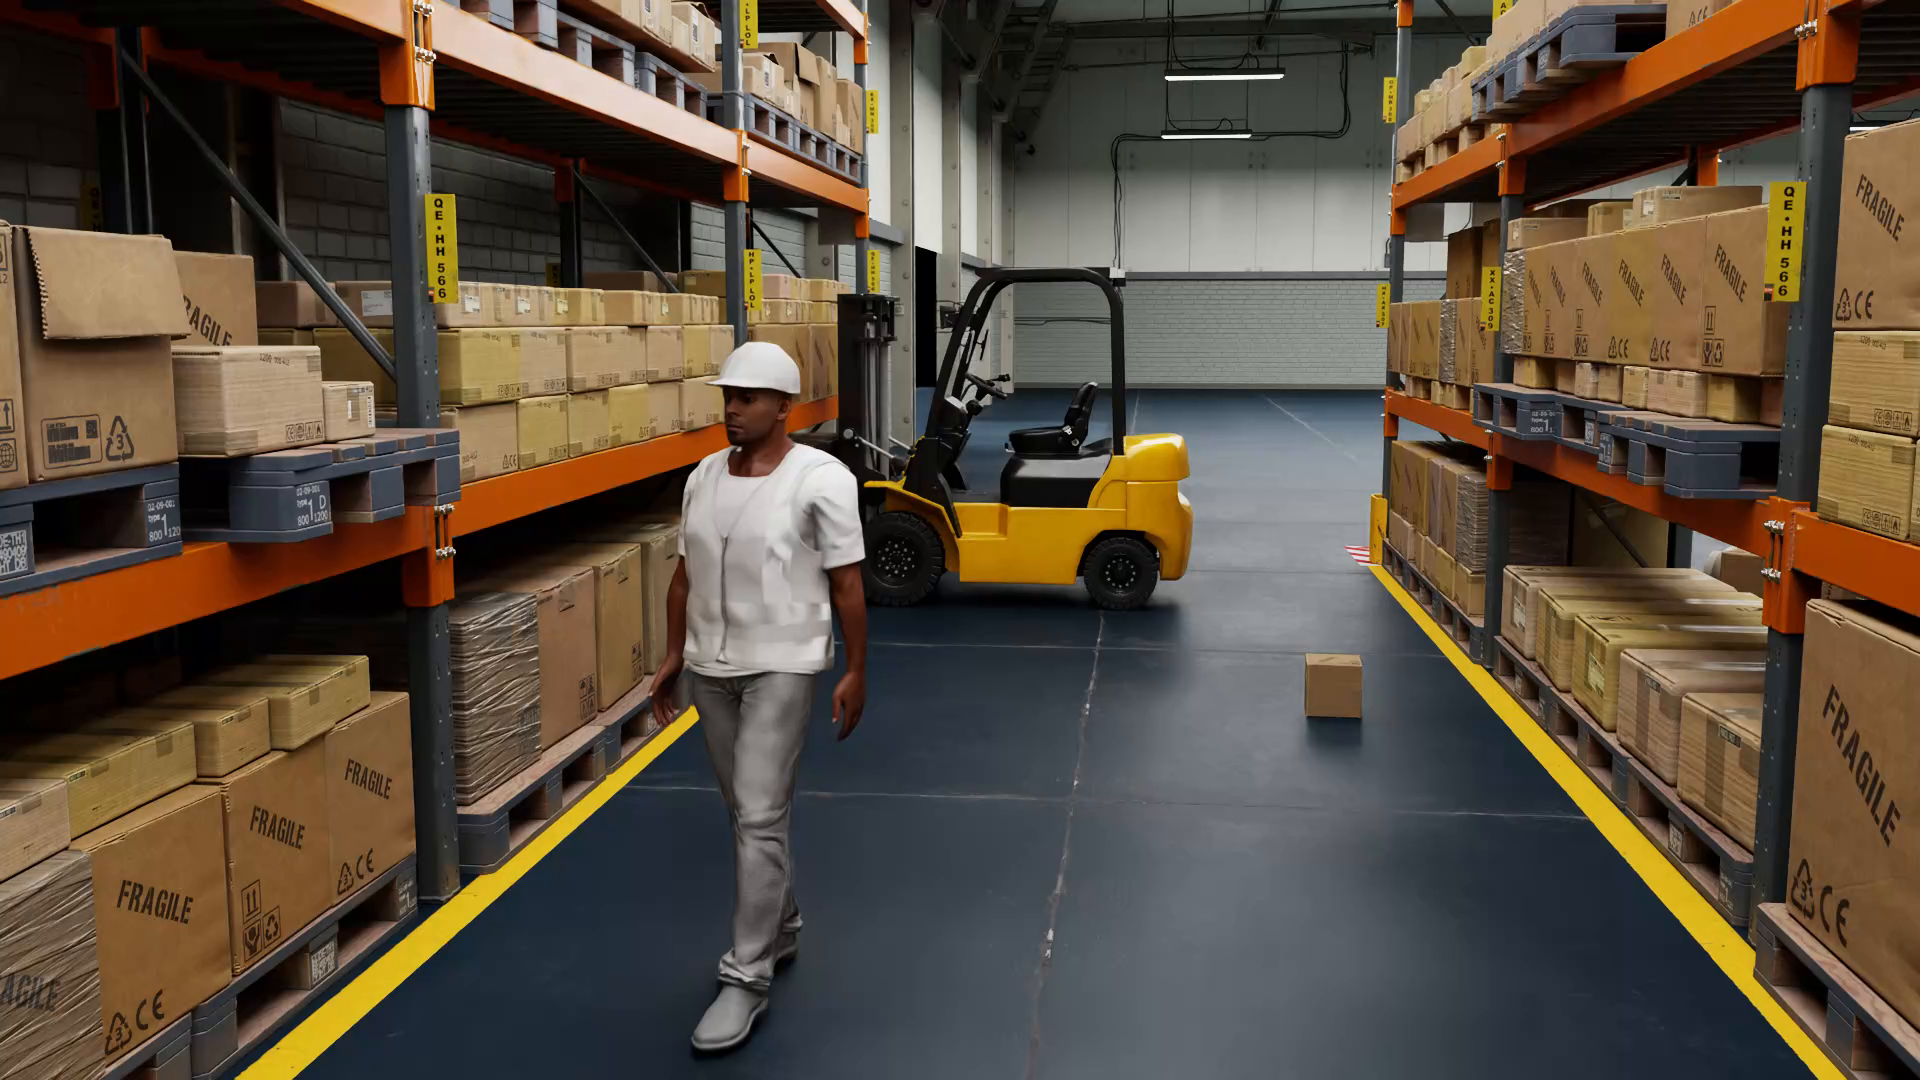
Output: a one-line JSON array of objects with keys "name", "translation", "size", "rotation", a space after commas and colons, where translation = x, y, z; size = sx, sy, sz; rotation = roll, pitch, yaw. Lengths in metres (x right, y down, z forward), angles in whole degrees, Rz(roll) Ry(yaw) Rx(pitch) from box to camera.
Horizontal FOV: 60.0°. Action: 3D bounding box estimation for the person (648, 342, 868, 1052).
[{"name": "person", "translation": [-0.619, 0.359, 4.412], "size": [0.581, 1.753, 0.720], "rotation": [5, 9, 31]}]
